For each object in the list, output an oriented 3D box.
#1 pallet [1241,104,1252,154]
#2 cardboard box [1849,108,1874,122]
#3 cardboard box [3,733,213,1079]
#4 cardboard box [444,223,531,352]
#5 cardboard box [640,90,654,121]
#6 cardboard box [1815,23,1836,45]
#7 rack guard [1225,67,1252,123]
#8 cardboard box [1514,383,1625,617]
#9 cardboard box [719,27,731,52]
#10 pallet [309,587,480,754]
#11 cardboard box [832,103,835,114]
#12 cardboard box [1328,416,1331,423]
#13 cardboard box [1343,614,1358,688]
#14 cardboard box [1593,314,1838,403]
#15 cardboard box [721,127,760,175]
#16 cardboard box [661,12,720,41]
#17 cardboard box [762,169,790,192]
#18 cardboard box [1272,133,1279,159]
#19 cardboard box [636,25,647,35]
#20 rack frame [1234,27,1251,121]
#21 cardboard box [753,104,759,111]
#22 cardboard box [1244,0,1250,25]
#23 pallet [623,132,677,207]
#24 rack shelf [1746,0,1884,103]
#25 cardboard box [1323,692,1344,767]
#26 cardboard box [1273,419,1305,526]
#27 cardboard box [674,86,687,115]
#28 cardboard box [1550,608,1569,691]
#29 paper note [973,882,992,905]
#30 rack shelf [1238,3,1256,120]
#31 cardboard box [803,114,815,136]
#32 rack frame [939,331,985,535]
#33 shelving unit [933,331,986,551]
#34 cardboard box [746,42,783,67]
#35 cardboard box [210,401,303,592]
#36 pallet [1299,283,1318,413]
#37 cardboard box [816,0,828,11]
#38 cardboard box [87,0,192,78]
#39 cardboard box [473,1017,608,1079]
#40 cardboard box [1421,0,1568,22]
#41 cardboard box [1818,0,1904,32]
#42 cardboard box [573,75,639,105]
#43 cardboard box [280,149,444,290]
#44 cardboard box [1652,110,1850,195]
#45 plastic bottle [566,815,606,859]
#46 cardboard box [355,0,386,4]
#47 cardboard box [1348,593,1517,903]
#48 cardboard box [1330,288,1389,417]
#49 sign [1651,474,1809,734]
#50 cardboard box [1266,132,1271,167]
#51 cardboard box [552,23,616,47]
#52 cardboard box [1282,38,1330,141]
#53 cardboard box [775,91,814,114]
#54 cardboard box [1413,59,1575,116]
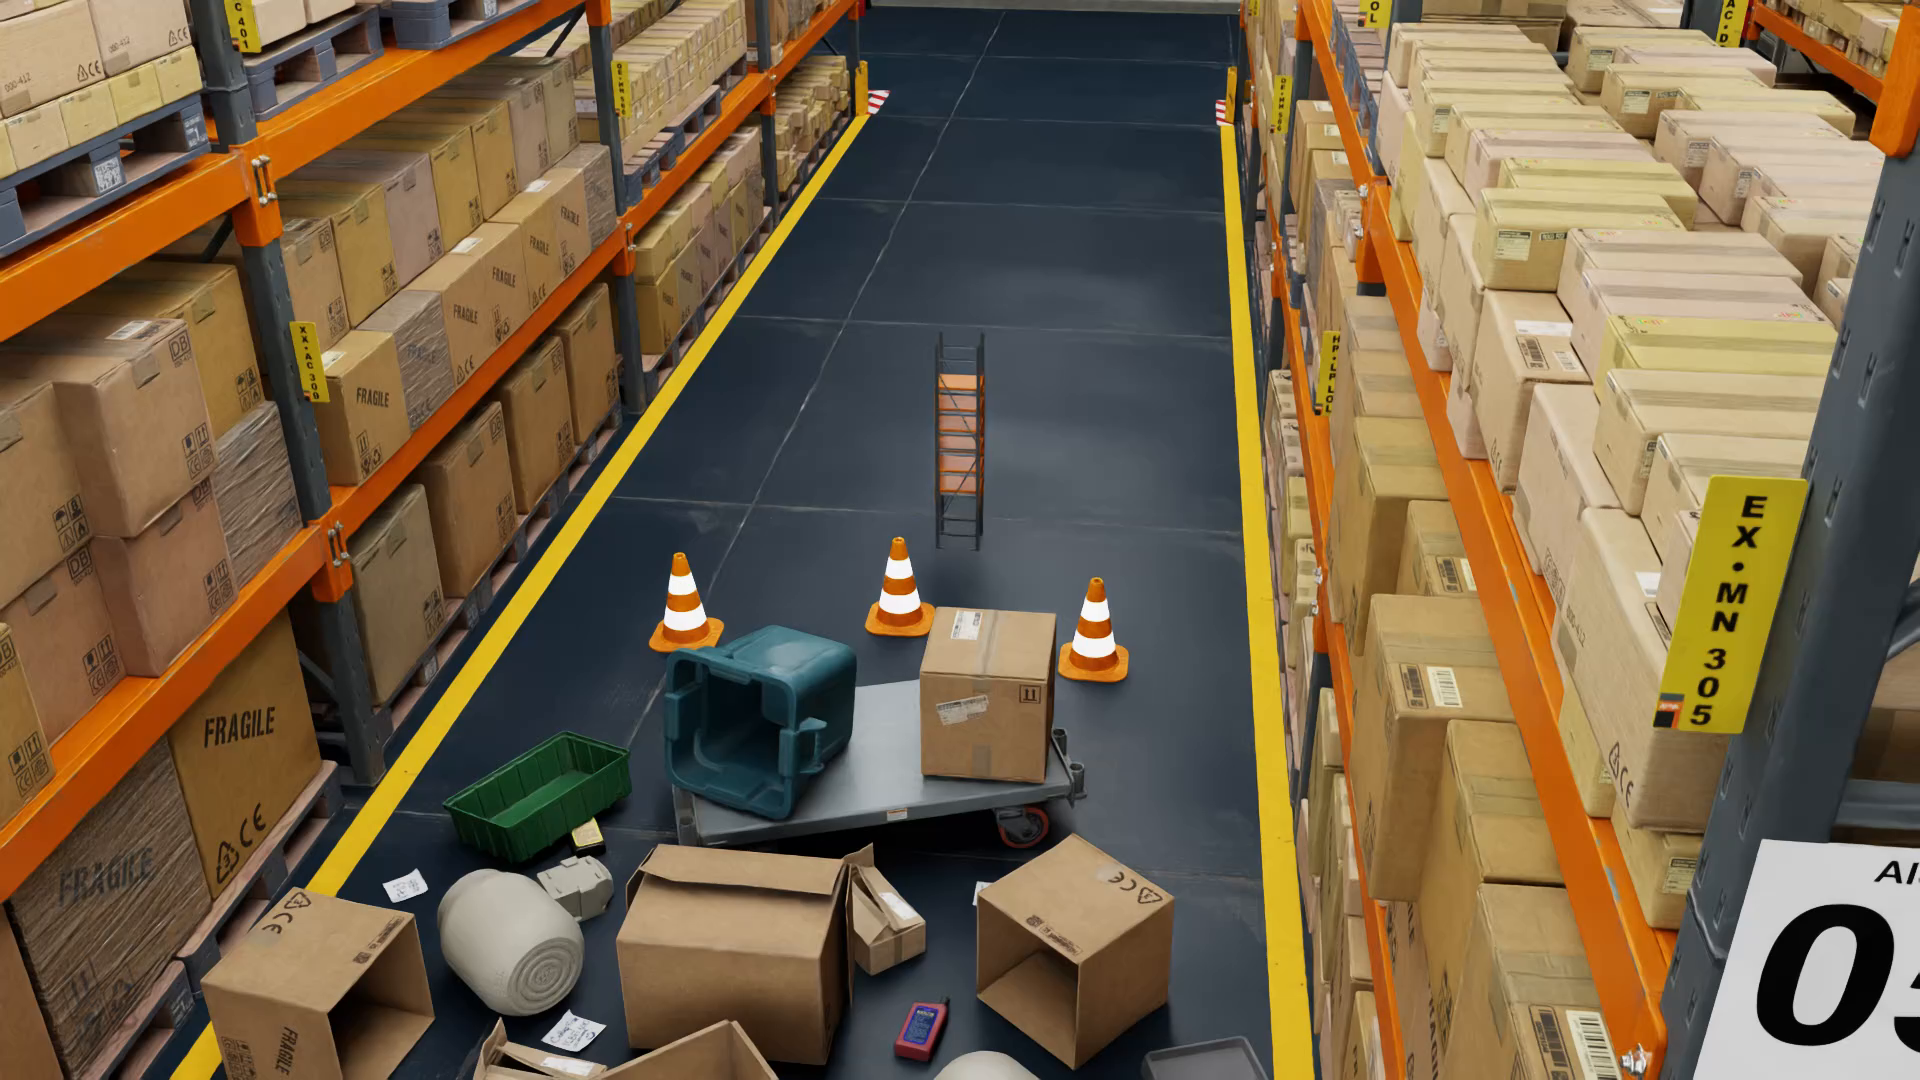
[{"bbox_3d":[3.341,-4.094,16.627,1.003,0.211,1.213,3,28,6],"label":"pallet"},{"bbox_3d":[7.811,-3.575,14.916,0.500,0.500,0.500,4,29,7],"label":"cardboard box"},{"bbox_3d":[-3.288,1.173,5.708,0.875,0.875,0.875,4,29,7],"label":"cardboard box"},{"bbox_3d":[-2.515,-1.282,8.361,0.500,0.500,0.500,4,29,7],"label":"cardboard box"},{"bbox_3d":[-2.225,-2.852,10.889,0.380,0.149,0.250,2,28,5],"label":"cardboard box"},{"bbox_3d":[7.756,-4.438,14.590,0.380,0.149,0.250,4,29,7],"label":"cardboard box"},{"bbox_3d":[3.364,-4.613,17.286,1.175,0.500,0.348,3,28,6],"label":"rack guard"},{"bbox_3d":[1.272,-0.049,2.860,0.500,0.250,0.500,3,28,6],"label":"cardboard box"},{"bbox_3d":[-1.971,-3.826,12.697,0.380,0.149,0.250,5,29,8],"label":"cardboard box"},{"bbox_3d":[-3.015,0.566,7.977,1.003,0.211,1.213,3,28,6],"label":"pallet"},{"bbox_3d":[-1.470,-4.366,16.755,0.380,0.149,0.250,3,28,6],"label":"cardboard box"},{"bbox_3d":[1.730,-0.510,6.856,0.380,0.149,0.250,3,28,5],"label":"cardboard box"},{"bbox_3d":[1.522,0.200,5.298,0.500,0.500,0.500,3,28,6],"label":"cardboard box"},{"bbox_3d":[1.314,-0.265,2.841,0.380,0.149,0.250,4,29,7],"label":"cardboard box"},{"bbox_3d":[-1.894,-3.109,13.261,0.500,0.250,0.500,3,28,5],"label":"cardboard box"},{"bbox_3d":[-2.007,-3.824,12.380,0.380,0.149,0.250,3,28,6],"label":"cardboard box"},{"bbox_3d":[-1.691,-3.142,14.483,0.380,0.149,0.250,2,28,4],"label":"cardboard box"},{"bbox_3d":[2.247,-2.575,10.499,0.500,0.250,0.500,3,28,5],"label":"cardboard box"},{"bbox_3d":[-2.620,-3.863,12.766,0.380,0.149,0.250,4,29,7],"label":"cardboard box"},{"bbox_3d":[3.361,-5.703,16.672,1.000,3.000,0.127,3,28,6],"label":"rack frame"},{"bbox_3d":[-2.043,-4.163,15.750,0.380,0.149,0.250,3,29,6],"label":"cardboard box"},{"bbox_3d":[2.903,-5.059,15.373,0.500,0.500,0.500,3,28,6],"label":"cardboard box"},{"bbox_3d":[-2.563,-2.434,10.808,1.213,0.211,1.003,3,28,6],"label":"pallet"},{"bbox_3d":[8.043,-4.158,14.563,1.077,0.370,4.000,3,28,6],"label":"rack shelf"},{"bbox_3d":[1.476,0.673,5.819,0.380,0.149,0.250,4,29,7],"label":"cardboard box"},{"bbox_3d":[2.219,-0.352,9.068,0.950,0.372,0.625,3,28,5],"label":"cardboard box"},{"bbox_3d":[-2.129,-3.074,11.616,0.380,0.149,0.250,4,29,7],"label":"cardboard box"},{"bbox_3d":[1.231,0.193,2.832,0.380,0.149,0.250,4,29,8],"label":"cardboard box"},{"bbox_3d":[0.133,1.403,6.613,0.148,0.019,0.142,3,28,6],"label":"paper note"},{"bbox_3d":[3.116,-4.444,15.096,1.077,0.370,4.000,3,28,6],"label":"rack shelf"},{"bbox_3d":[-1.569,-3.884,15.546,0.380,0.149,0.250,3,28,6],"label":"cardboard box"},{"bbox_3d":[0.009,-0.564,9.033,0.240,1.200,0.006,3,28,6],"label":"rack frame"},{"bbox_3d":[-0.002,-0.521,8.953,0.258,1.200,0.189,3,28,6],"label":"shelving unit"},{"bbox_3d":[-1.695,-4.064,13.895,0.380,0.149,0.250,4,29,8],"label":"cardboard box"},{"bbox_3d":[-3.068,-0.186,6.274,0.875,0.550,0.550,3,28,6],"label":"cardboard box"},{"bbox_3d":[2.179,-0.918,7.994,1.003,0.211,1.213,3,28,6],"label":"pallet"},{"bbox_3d":[-1.477,-5.185,15.976,0.380,0.149,0.250,2,28,4],"label":"cardboard box"},{"bbox_3d":[-2.840,-1.662,5.306,0.500,0.250,0.500,3,28,6],"label":"cardboard box"},{"bbox_3d":[-1.417,1.826,5.581,0.396,0.266,0.258,8,29,15],"label":"cardboard box"},{"bbox_3d":[1.835,-1.994,5.814,0.500,0.250,0.500,4,29,7],"label":"cardboard box"},{"bbox_3d":[7.803,-4.565,14.405,0.500,0.250,0.500,3,28,5],"label":"cardboard box"},{"bbox_3d":[-2.265,-2.846,10.565,0.380,0.149,0.250,3,28,5],"label":"cardboard box"},{"bbox_3d":[-2.856,-1.492,7.698,0.700,0.500,0.500,4,29,7],"label":"cardboard box"},{"bbox_3d":[1.956,-0.962,4.134,0.380,0.149,0.250,3,28,5],"label":"cardboard box"},{"bbox_3d":[-1.570,1.217,6.926,0.133,0.061,0.283,-11,30,-20],"label":"plastic bottle"},{"bbox_3d":[-2.605,-2.378,7.055,0.380,0.149,0.250,3,28,6],"label":"cardboard box"},{"bbox_3d":[1.276,0.477,3.729,0.700,0.500,0.500,3,28,6],"label":"cardboard box"},{"bbox_3d":[1.720,-0.645,6.422,0.500,0.500,0.500,3,28,5],"label":"cardboard box"},{"bbox_3d":[0.852,0.077,1.849,0.100,0.325,0.005,3,28,6],"label":"sign"},{"bbox_3d":[2.310,-2.601,11.074,0.500,0.250,0.500,3,28,6],"label":"cardboard box"},{"bbox_3d":[-2.716,-3.629,12.018,0.380,0.149,0.250,4,29,8],"label":"cardboard box"},{"bbox_3d":[2.185,-2.680,9.902,0.500,0.500,0.500,3,28,5],"label":"cardboard box"},{"bbox_3d":[-1.589,-4.136,15.700,0.380,0.149,0.250,3,29,6],"label":"cardboard box"},{"bbox_3d":[1.484,-1.238,4.647,0.380,0.149,0.250,2,28,5],"label":"cardboard box"}]
